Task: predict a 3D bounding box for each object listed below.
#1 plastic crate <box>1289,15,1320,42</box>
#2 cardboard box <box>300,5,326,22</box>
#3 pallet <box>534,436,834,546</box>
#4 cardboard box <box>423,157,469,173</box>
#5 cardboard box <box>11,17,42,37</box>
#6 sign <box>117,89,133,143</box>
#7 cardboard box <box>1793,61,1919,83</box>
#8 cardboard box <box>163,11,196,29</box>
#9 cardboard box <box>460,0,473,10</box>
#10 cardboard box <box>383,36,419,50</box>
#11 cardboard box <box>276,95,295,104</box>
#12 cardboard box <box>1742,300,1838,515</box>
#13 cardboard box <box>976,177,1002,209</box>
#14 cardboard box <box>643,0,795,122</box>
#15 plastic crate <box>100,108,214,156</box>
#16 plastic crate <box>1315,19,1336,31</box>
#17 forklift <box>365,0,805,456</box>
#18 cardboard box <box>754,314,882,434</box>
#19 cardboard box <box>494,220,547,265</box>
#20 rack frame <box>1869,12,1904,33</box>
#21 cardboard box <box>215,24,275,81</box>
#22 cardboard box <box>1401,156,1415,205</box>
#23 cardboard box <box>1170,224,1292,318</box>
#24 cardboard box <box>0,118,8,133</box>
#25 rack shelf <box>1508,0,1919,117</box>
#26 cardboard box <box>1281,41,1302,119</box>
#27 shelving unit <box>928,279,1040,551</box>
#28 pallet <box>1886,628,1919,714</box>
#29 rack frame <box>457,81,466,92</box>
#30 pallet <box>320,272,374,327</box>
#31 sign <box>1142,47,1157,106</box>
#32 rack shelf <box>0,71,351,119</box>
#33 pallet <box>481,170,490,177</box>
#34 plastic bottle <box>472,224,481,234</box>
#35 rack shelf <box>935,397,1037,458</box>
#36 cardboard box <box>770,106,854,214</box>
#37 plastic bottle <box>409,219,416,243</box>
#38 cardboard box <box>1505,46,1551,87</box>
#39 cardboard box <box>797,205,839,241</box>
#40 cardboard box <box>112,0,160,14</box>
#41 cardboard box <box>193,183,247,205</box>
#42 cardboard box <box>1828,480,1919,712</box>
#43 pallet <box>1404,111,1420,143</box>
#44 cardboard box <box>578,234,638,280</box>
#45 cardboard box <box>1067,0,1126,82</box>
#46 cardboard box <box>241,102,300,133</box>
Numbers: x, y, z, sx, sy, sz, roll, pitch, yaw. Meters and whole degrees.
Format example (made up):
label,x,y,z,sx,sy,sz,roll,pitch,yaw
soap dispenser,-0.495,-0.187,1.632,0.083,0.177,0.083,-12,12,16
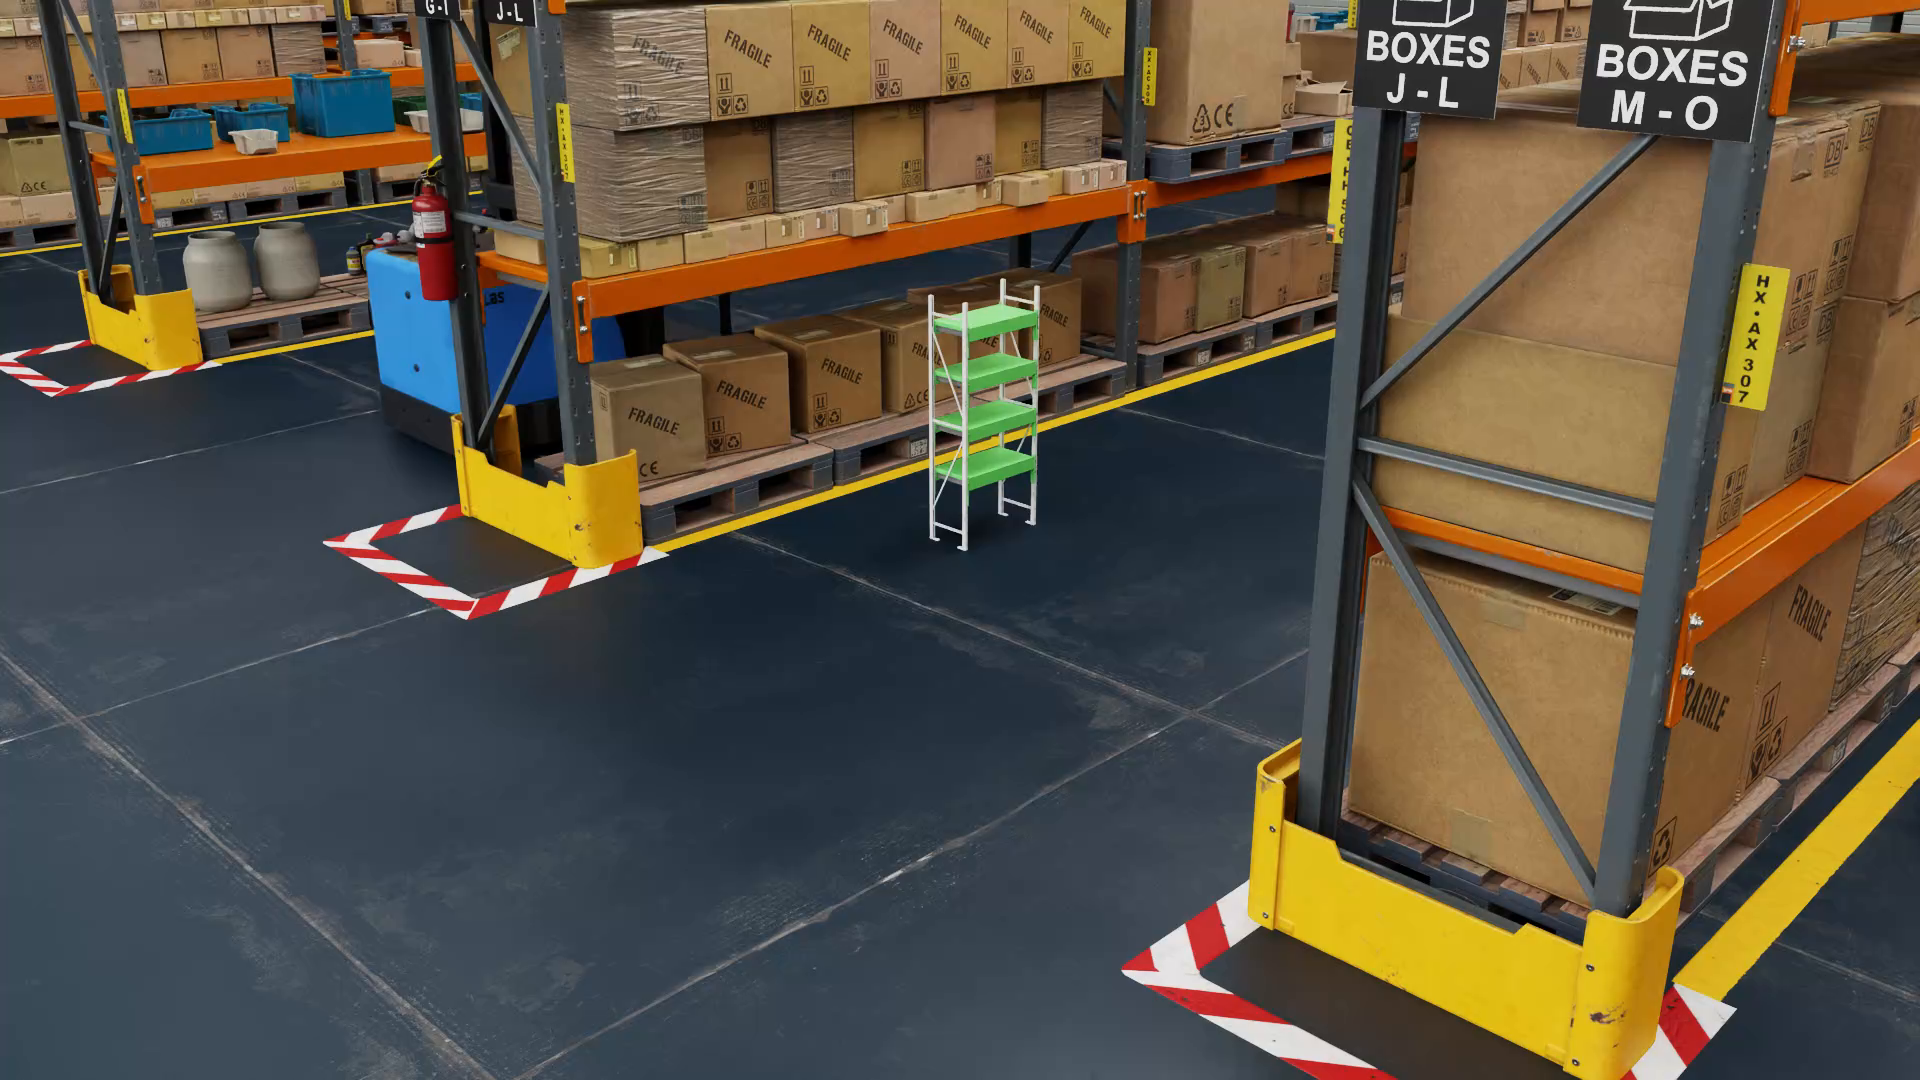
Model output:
label,x,y,z,sx,sy,sz,roll,pitch,yaw
plastic crate,3.946,-6.070,19.766,0.437,0.282,0.530,19,28,41
cardboard box,-6.415,-5.161,16.277,0.380,0.149,0.250,19,28,41
pallet,-1.429,-0.344,8.676,1.003,0.211,1.213,19,28,41
cardboard box,-5.562,-4.020,17.600,0.500,0.250,0.500,-19,28,-41
cardboard box,-8.206,-4.500,14.557,0.380,0.149,0.250,19,28,40
sign,-5.232,-2.656,10.419,0.100,0.325,0.005,19,28,41
cardboard box,2.778,-1.262,5.462,0.875,0.550,0.500,19,28,41
cardboard box,-7.302,-4.835,15.429,0.250,0.149,0.380,-19,28,-41
cardboard box,-6.618,-7.457,22.714,0.500,0.500,0.500,-19,28,-40
cardboard box,-5.897,-5.144,17.464,0.396,0.266,0.258,18,28,39
cardboard box,-8.720,-5.672,21.521,0.700,0.500,0.500,20,28,41
cardboard box,2.003,-0.482,4.940,0.875,0.550,0.550,19,28,41
cardboard box,0.015,-1.974,9.379,0.380,0.149,0.250,19,28,41
cardboard box,-1.141,-2.278,7.874,0.500,0.500,0.500,19,28,41
plastic crate,-5.488,-2.800,11.386,0.499,0.251,0.616,19,28,41
plastic crate,4.290,-6.136,20.009,0.416,0.233,0.300,19,28,41
forklift,-1.939,-2.236,9.808,3.031,2.935,1.130,-19,28,-40
cardboard box,-0.784,-0.930,9.212,0.500,0.500,0.500,-17,27,-37
cardboard box,-2.023,-1.434,7.974,0.380,0.149,0.250,19,28,41
rack frame,4.199,-1.187,6.982,1.000,3.000,0.127,19,28,41
cardboard box,-7.047,-4.729,16.057,0.700,0.500,0.500,19,28,40
cardboard box,4.003,-2.859,13.708,1.225,0.875,0.875,18,27,38
cardboard box,1.896,-1.907,11.727,0.700,0.500,0.500,16,26,36
cardboard box,-11.229,-4.662,18.893,0.700,0.500,0.500,17,27,37
rack shelf,2.804,-1.737,5.235,1.077,0.370,4.000,19,28,41
cardboard box,1.859,-3.167,11.405,0.637,0.503,0.797,-17,27,-37
shelving unit,0.115,-0.603,7.970,0.258,1.200,0.503,19,28,41
pallet,3.613,0.290,7.025,1.003,0.211,1.213,19,28,41
rack frame,-7.140,-7.202,22.631,1.000,3.000,0.127,19,28,41
pallet,-4.182,-1.915,12.763,1.003,0.211,1.213,19,28,41
sign,1.110,-2.725,9.776,0.100,0.325,0.005,19,28,41
rack shelf,-7.774,-4.085,15.524,1.077,0.370,4.000,19,28,41
pallet,-5.042,-4.147,18.571,1.003,0.211,1.213,19,28,41
plastic bottle,-3.900,-2.427,13.396,0.097,0.271,0.097,0,21,0
rack shelf,0.115,-0.543,7.993,0.258,0.148,0.480,19,28,41
cardboard box,-1.028,-2.022,8.602,0.875,0.500,0.500,19,28,41
plastic bottle,-4.251,-2.354,13.096,0.185,0.351,0.144,-19,28,-40
cardboard box,4.399,-3.719,13.431,0.500,0.500,0.500,18,28,39
cardboard box,-0.837,-1.645,8.525,0.380,0.149,0.250,19,28,41
cardboard box,-7.734,-5.084,15.174,0.700,0.500,0.500,19,28,41
cardboard box,-7.240,-3.415,16.026,0.500,0.250,0.500,19,28,41
cardboard box,3.084,-0.014,6.307,0.875,0.875,0.875,20,28,41
pallet,3.086,-3.183,12.443,1.213,0.211,1.003,19,28,41
cardboard box,-1.705,-1.322,7.685,0.380,0.149,0.250,19,28,41
cardboard box,0.599,-2.922,9.548,0.500,0.500,0.500,19,28,41
cardboard box,-6.927,-4.156,16.910,0.500,0.500,0.500,19,28,41
